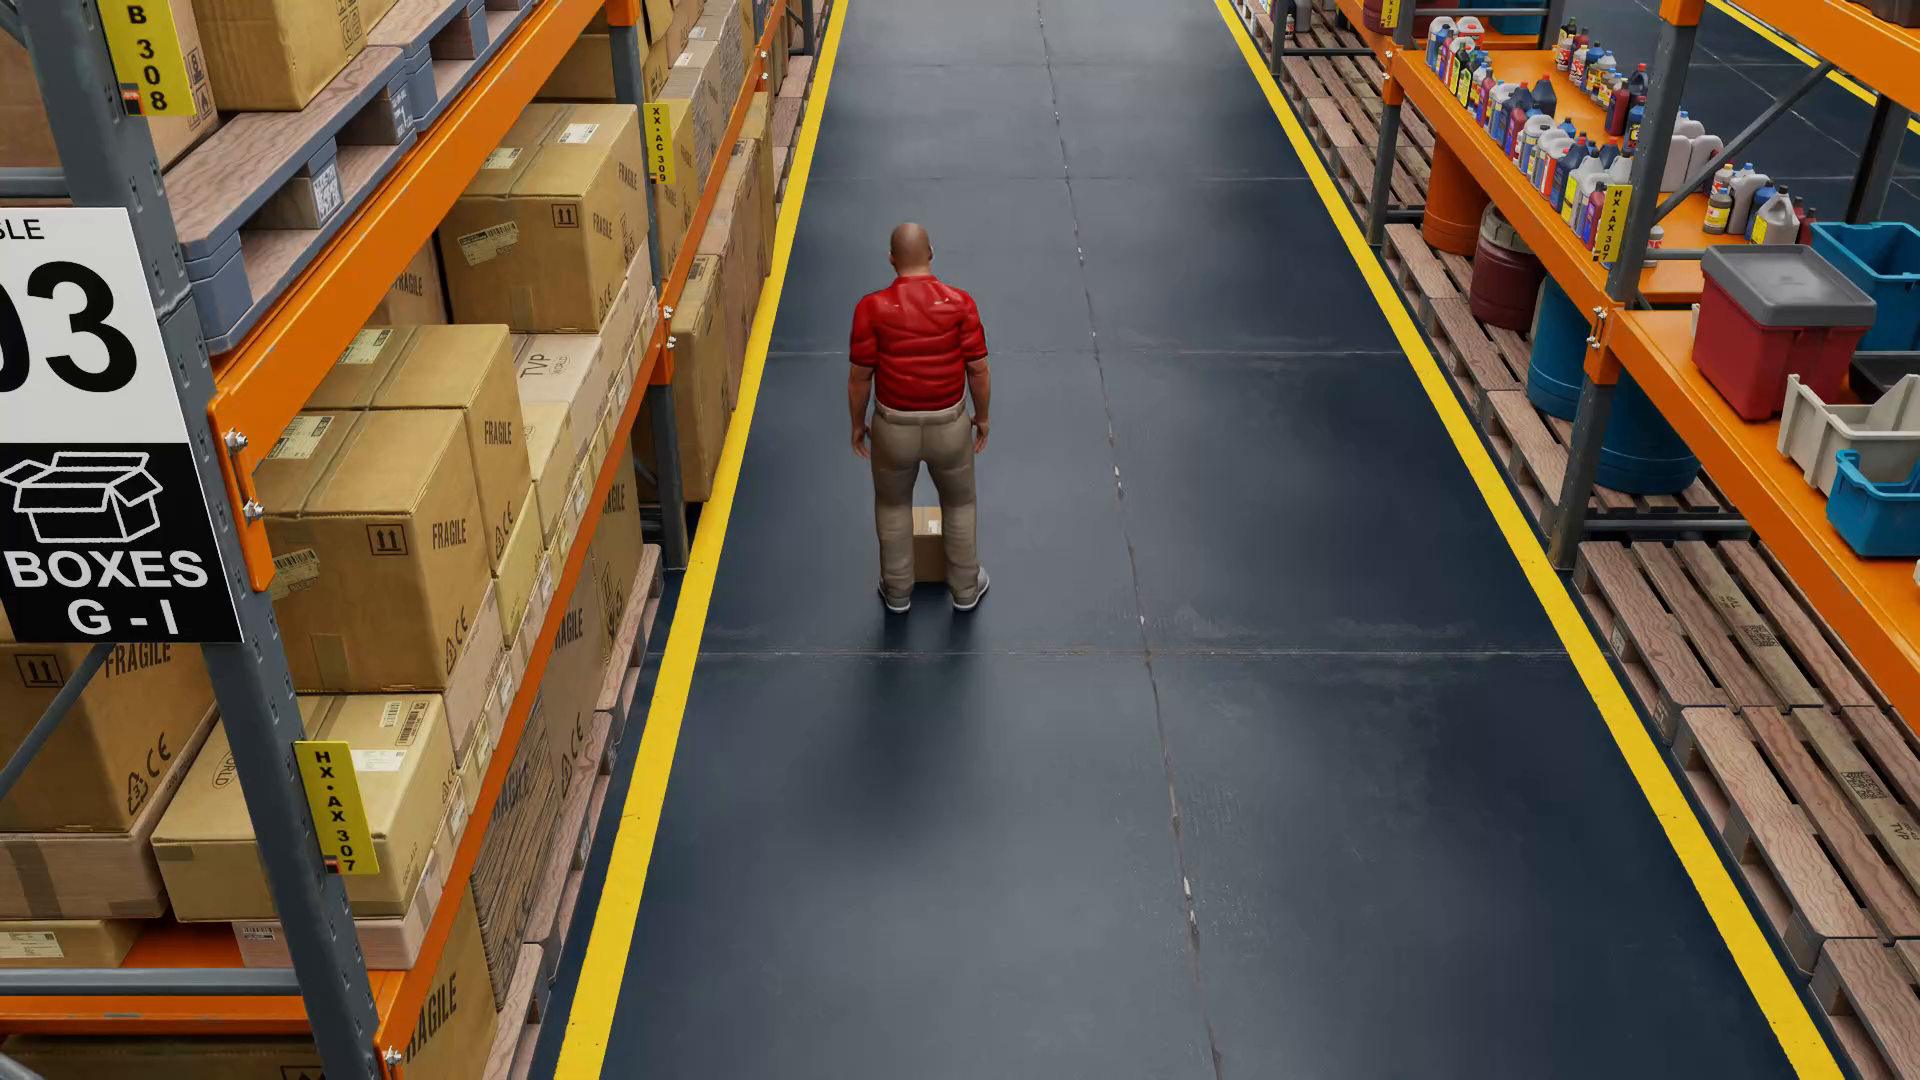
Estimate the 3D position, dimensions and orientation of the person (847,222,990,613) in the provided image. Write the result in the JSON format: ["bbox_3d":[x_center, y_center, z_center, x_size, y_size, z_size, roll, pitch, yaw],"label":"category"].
[{"bbox_3d":[-0.163,-0.478,6.934,0.601,1.726,0.393,-2,31,-3],"label":"person"}]
